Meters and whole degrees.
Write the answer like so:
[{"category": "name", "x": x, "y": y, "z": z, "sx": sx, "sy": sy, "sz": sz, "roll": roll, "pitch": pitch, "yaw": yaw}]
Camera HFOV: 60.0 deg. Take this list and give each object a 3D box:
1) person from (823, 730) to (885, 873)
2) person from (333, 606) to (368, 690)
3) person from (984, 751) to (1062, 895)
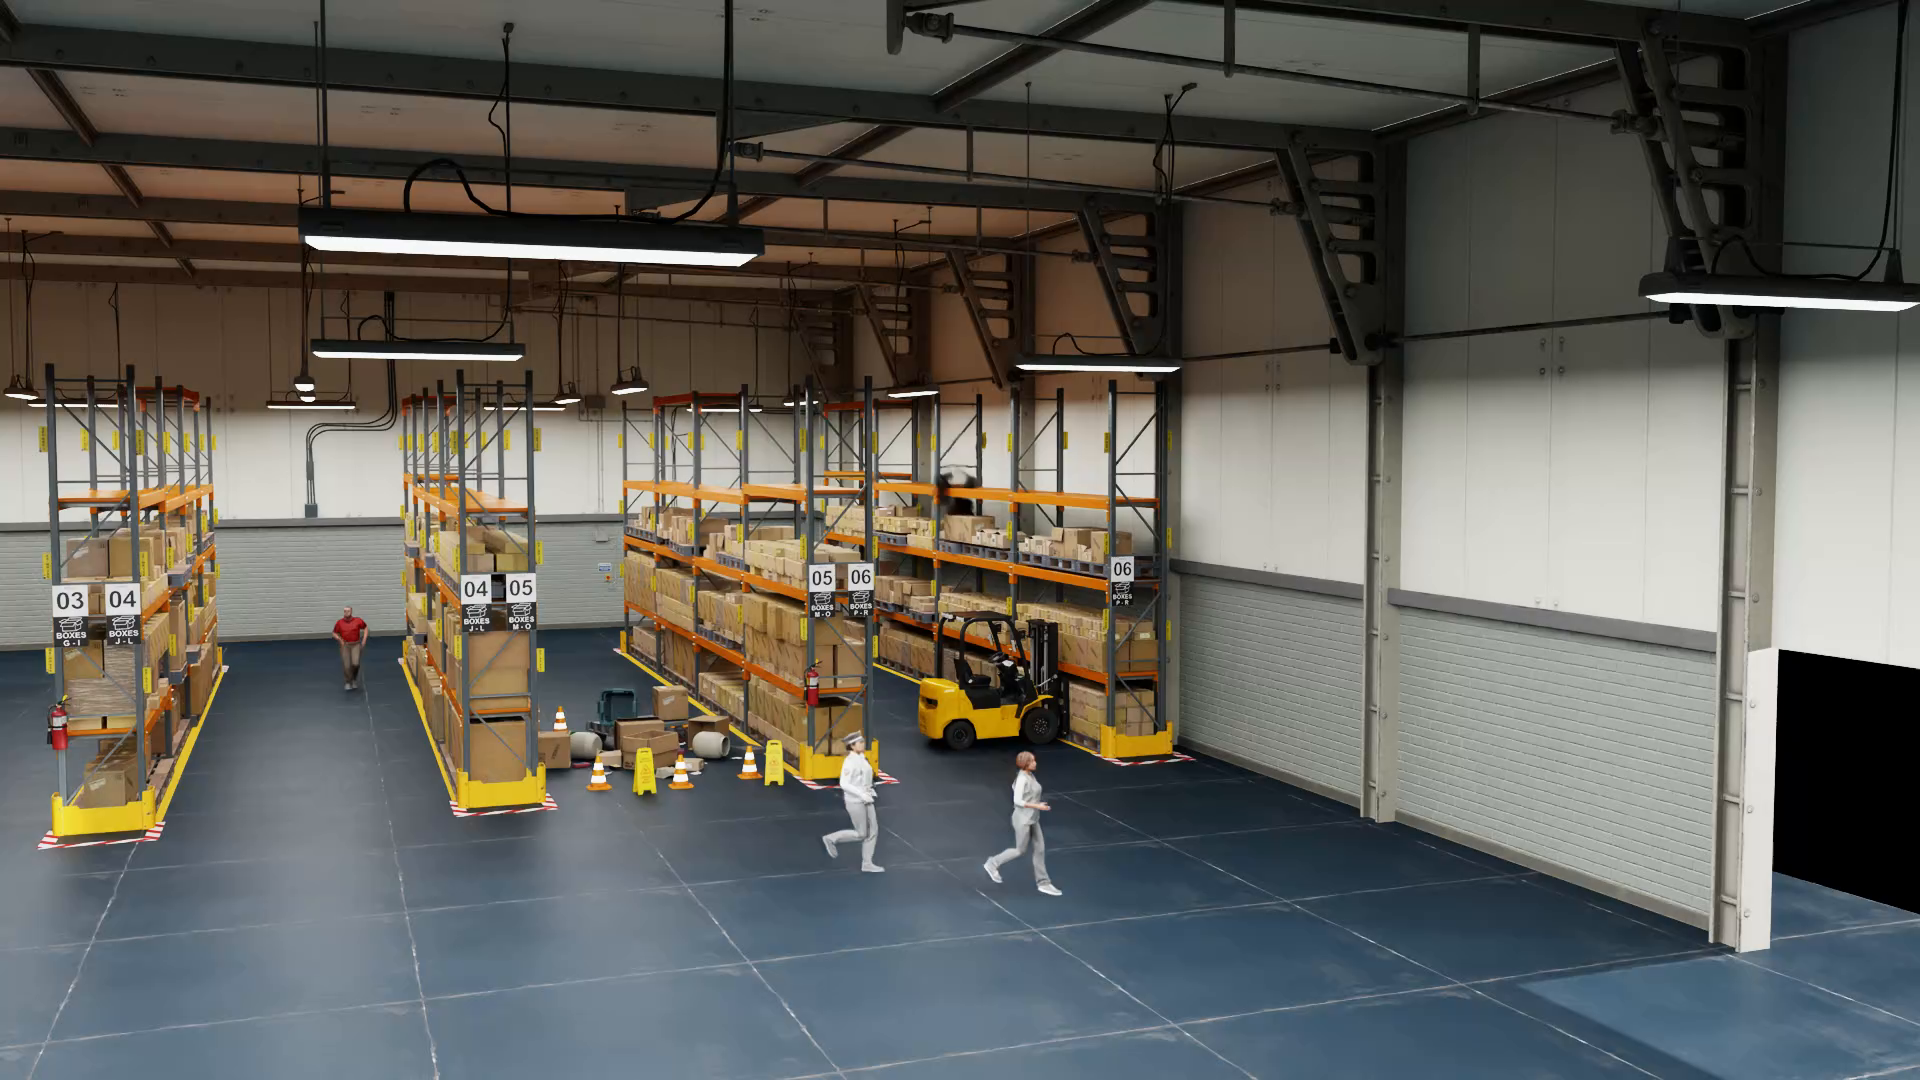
[{"category": "person", "x": -1.218, "y": 3.036, "z": 19.414, "sx": 0.742, "sy": 1.661, "sz": 0.617, "roll": 1, "pitch": 4, "yaw": 18}, {"category": "person", "x": -12.329, "y": 2.192, "z": 33.617, "sx": 0.665, "sy": 1.703, "sz": 0.629, "roll": -1, "pitch": 3, "yaw": -14}, {"category": "person", "x": 0.699, "y": 3.120, "z": 18.395, "sx": 0.885, "sy": 1.592, "sz": 0.545, "roll": 1, "pitch": 4, "yaw": 20}]
